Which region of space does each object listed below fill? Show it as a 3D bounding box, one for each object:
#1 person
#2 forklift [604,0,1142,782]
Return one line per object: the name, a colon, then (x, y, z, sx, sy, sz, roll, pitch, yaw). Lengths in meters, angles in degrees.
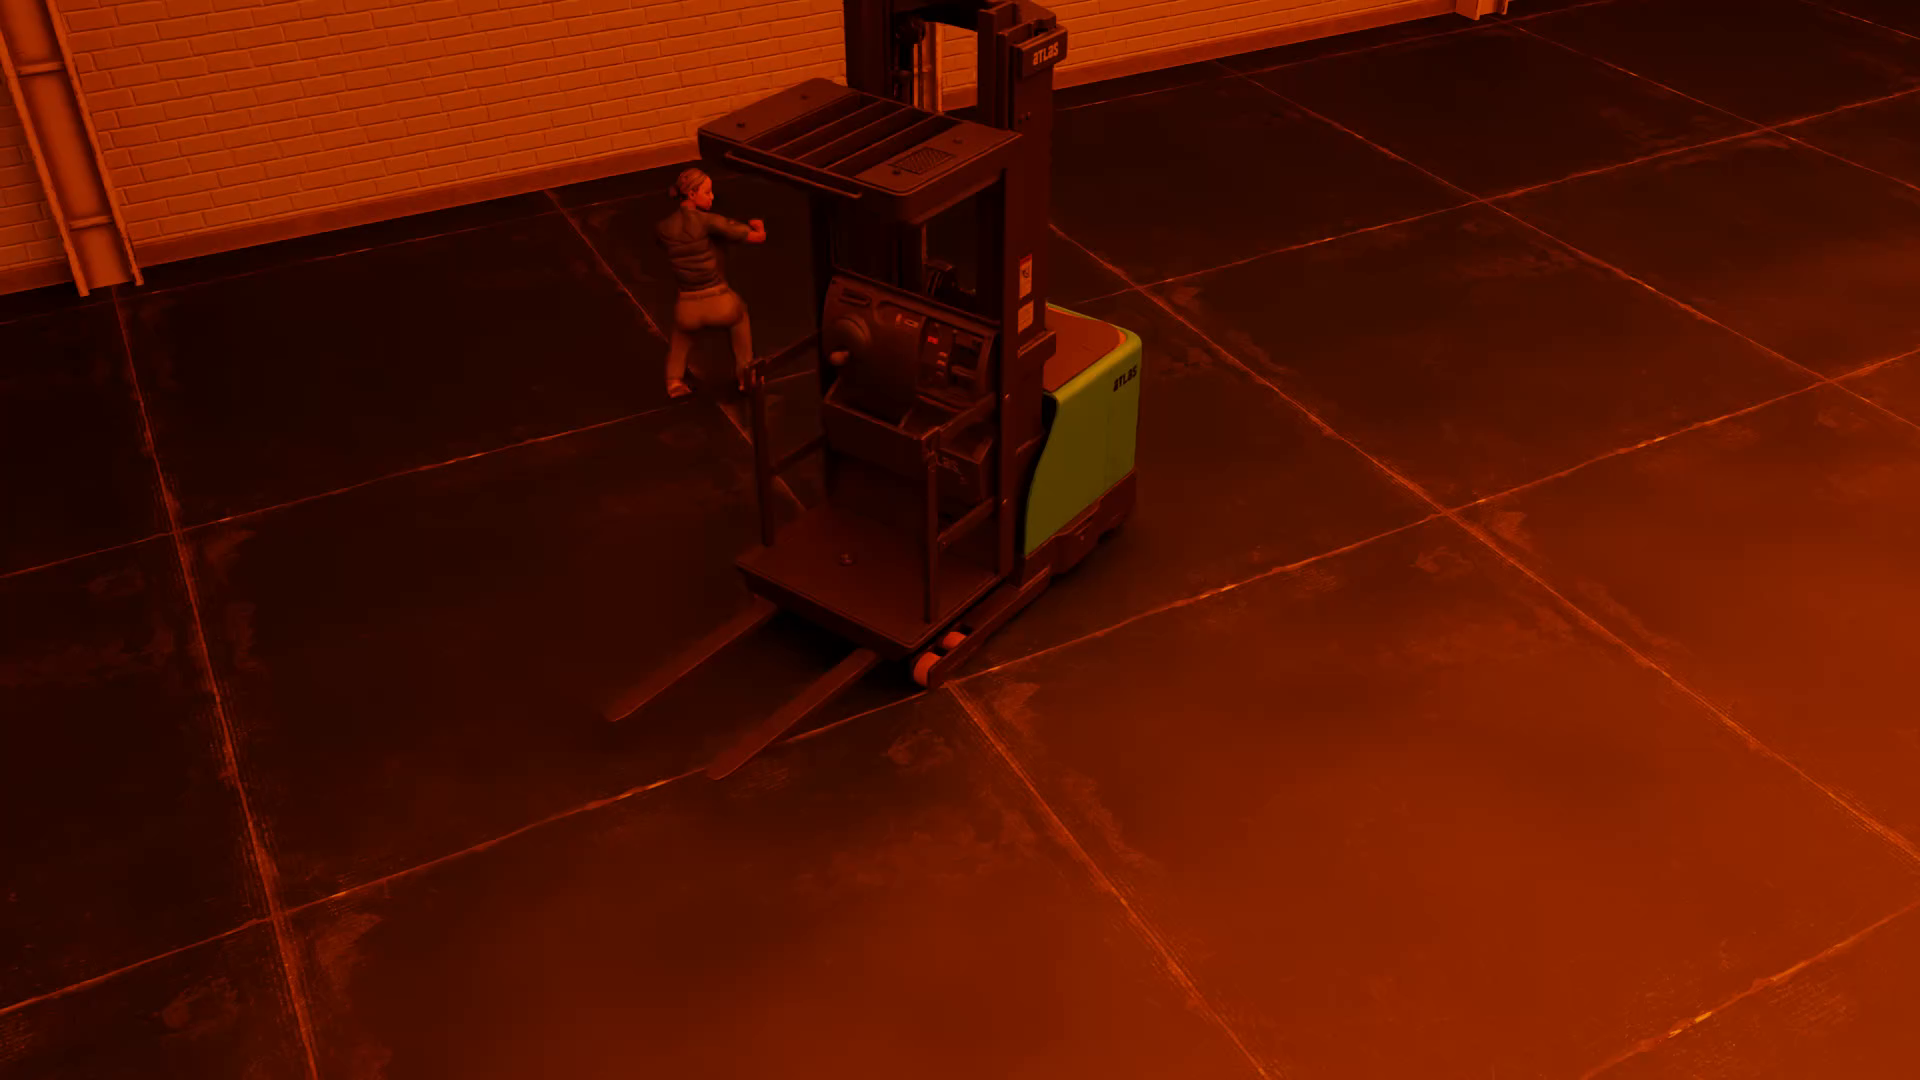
person: (-1.414, -1.495, 9.600, 0.716, 1.399, 0.870, 4, 35, 5)
forklift: (-0.367, -0.832, 7.300, 1.130, 2.935, 3.031, 24, 42, 29)
